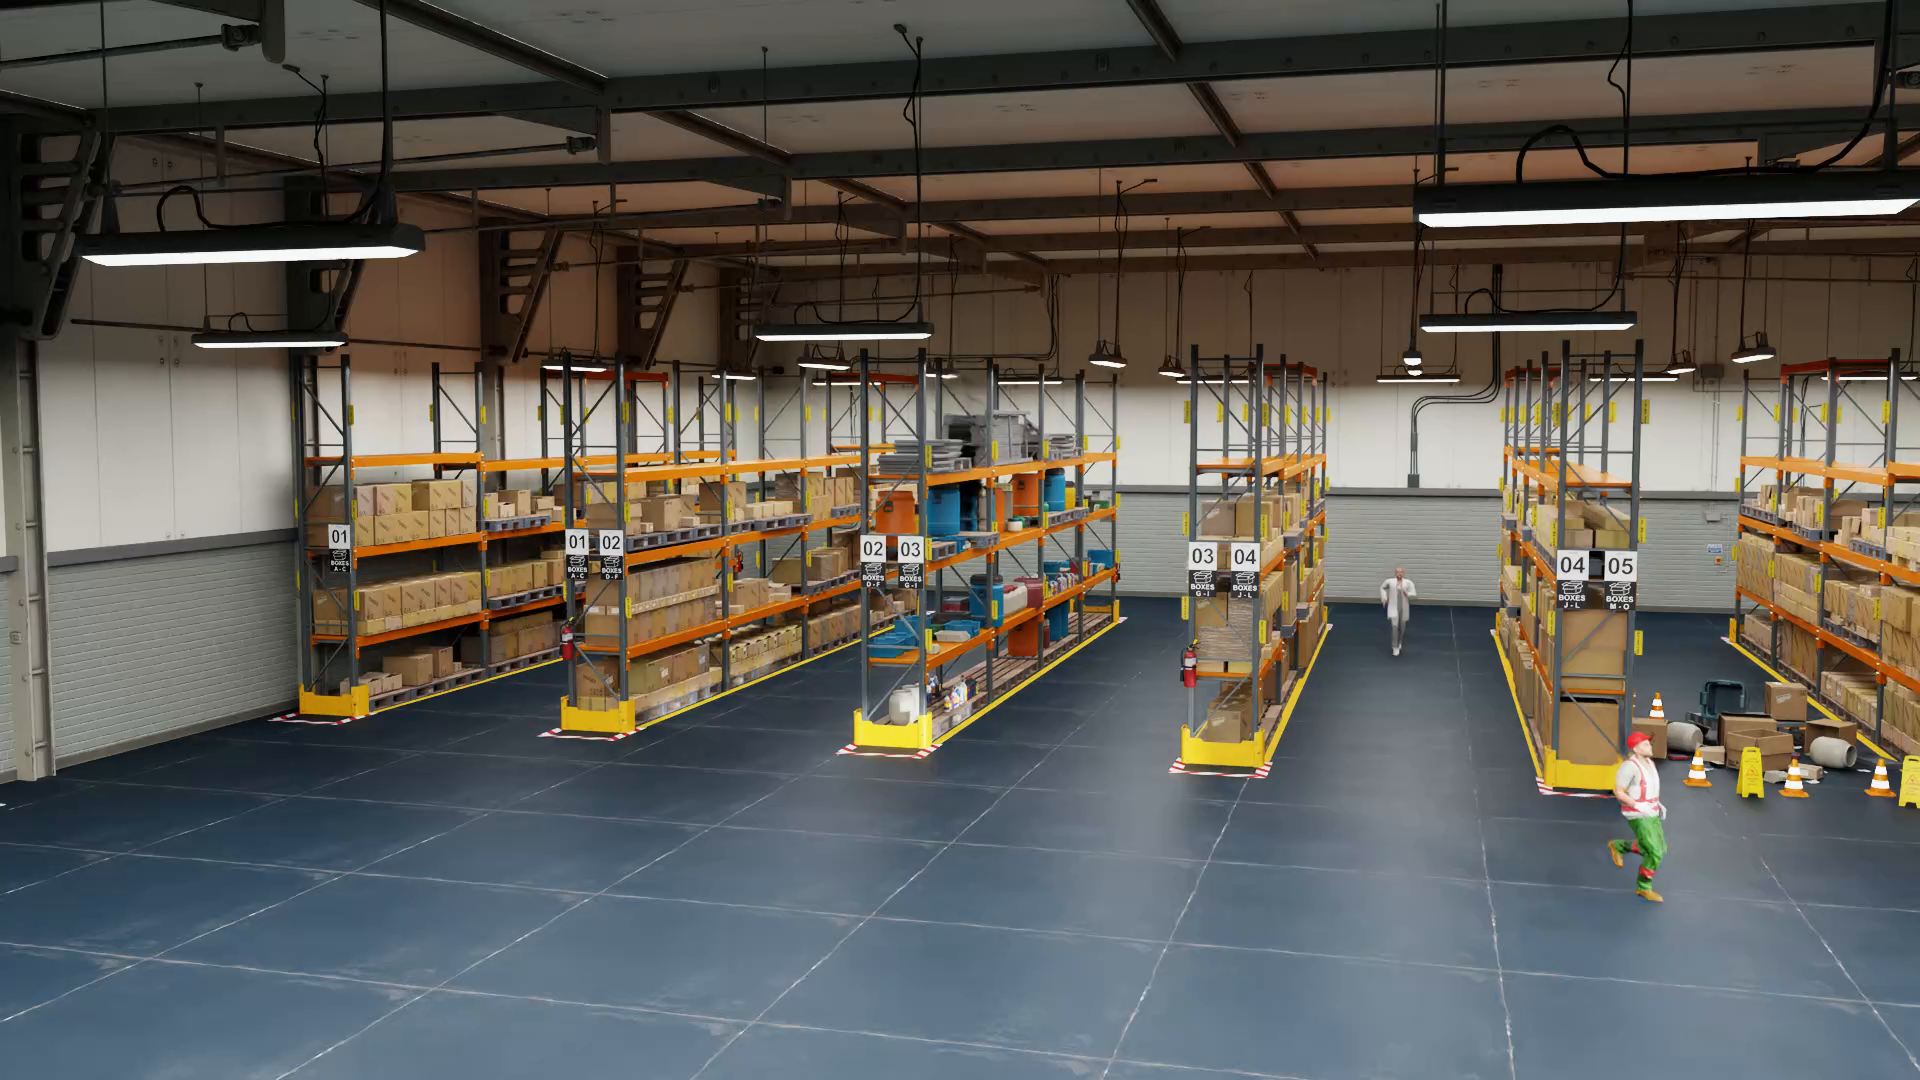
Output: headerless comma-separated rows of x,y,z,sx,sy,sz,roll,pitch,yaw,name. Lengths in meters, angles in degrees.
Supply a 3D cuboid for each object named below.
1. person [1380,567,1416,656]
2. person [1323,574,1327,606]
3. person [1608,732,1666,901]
9.225,1.477,34.989,0.681,1.827,0.939,0,4,4,person
8.562,1.177,40.309,0.824,1.701,0.616,3,5,34,person
7.062,2.854,17.382,0.669,1.726,0.671,-4,6,-42,person
